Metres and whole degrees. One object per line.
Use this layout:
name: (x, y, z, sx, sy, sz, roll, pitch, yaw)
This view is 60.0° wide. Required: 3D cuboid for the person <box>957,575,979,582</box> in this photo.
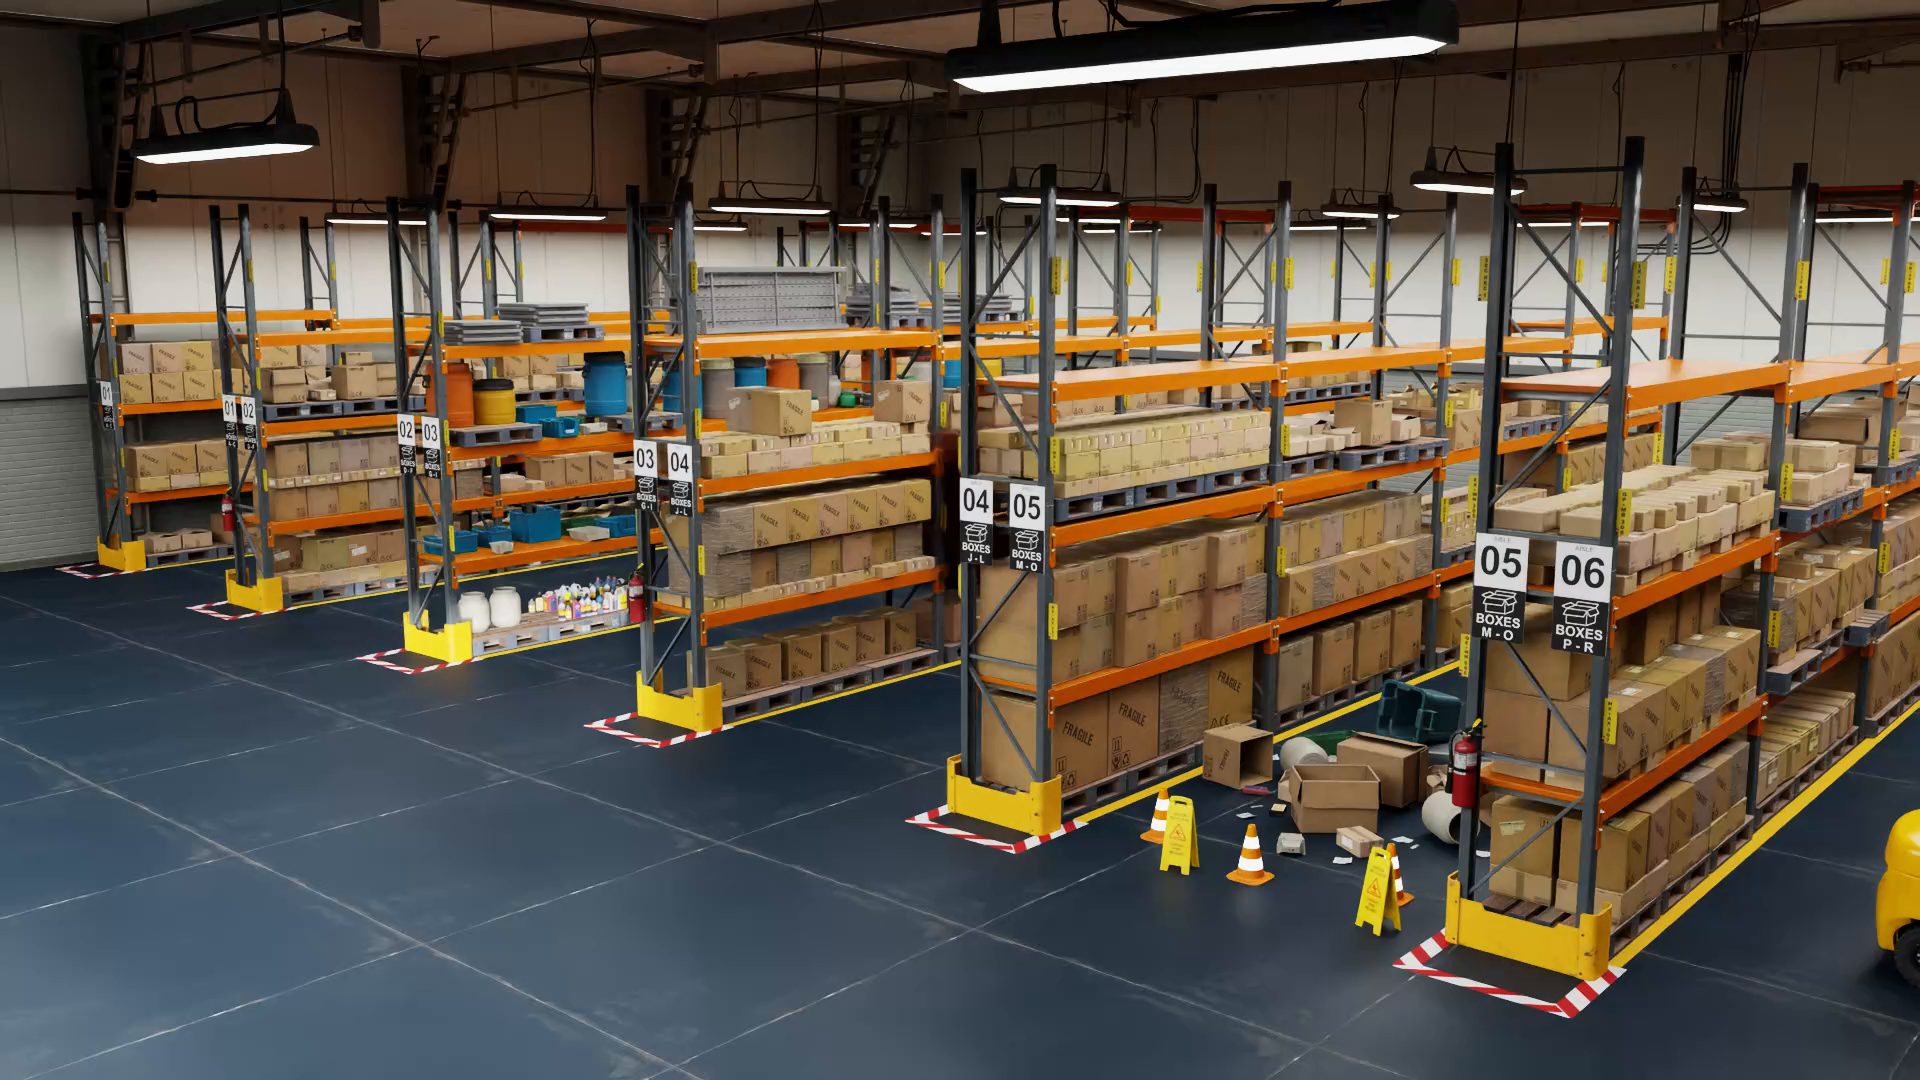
person: (0.121, -0.101, 26.946, 0.463, 1.643, 0.497, -3, 10, -17)
